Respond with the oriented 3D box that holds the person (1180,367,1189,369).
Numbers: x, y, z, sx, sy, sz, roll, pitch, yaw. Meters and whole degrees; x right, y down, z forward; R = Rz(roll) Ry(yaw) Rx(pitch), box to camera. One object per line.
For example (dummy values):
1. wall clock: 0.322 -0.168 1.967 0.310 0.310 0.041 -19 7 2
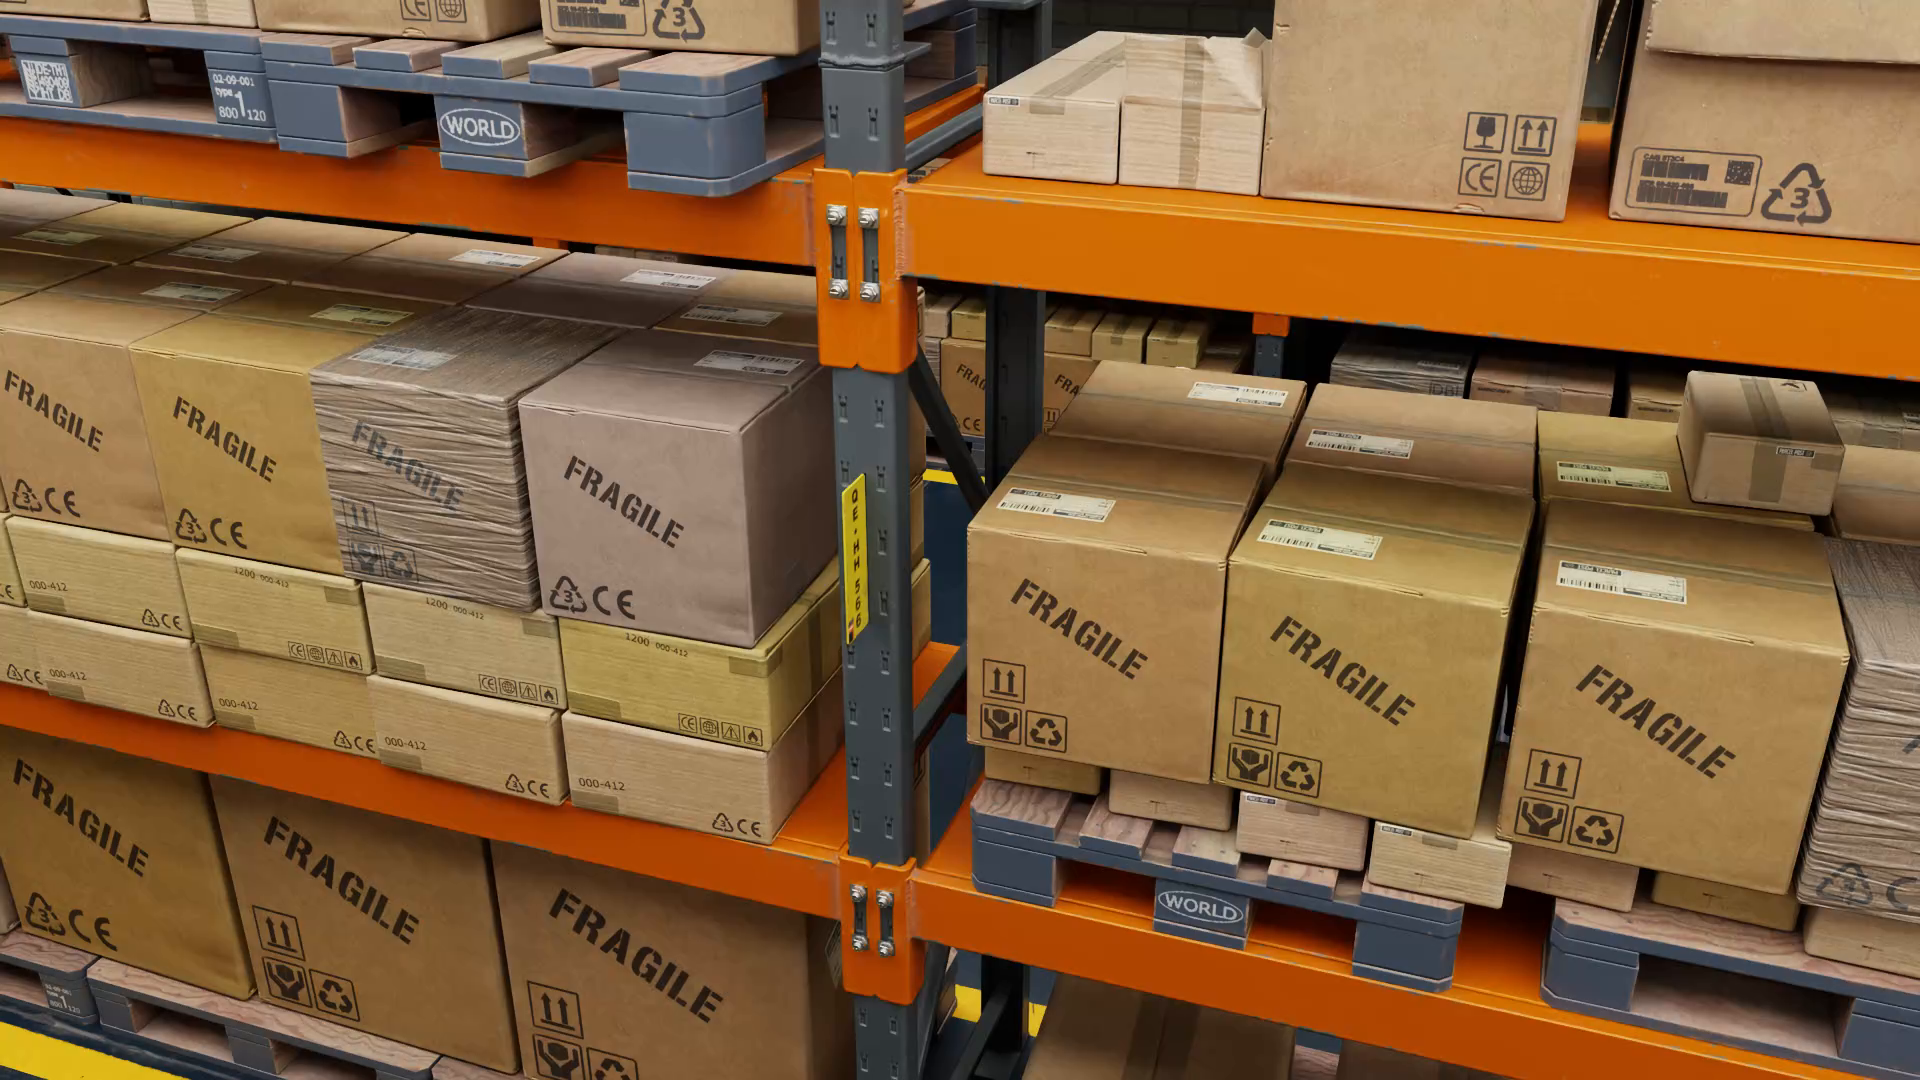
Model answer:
1. person: 0.703 0.326 5.409 0.476 1.820 0.596 12 28 23
